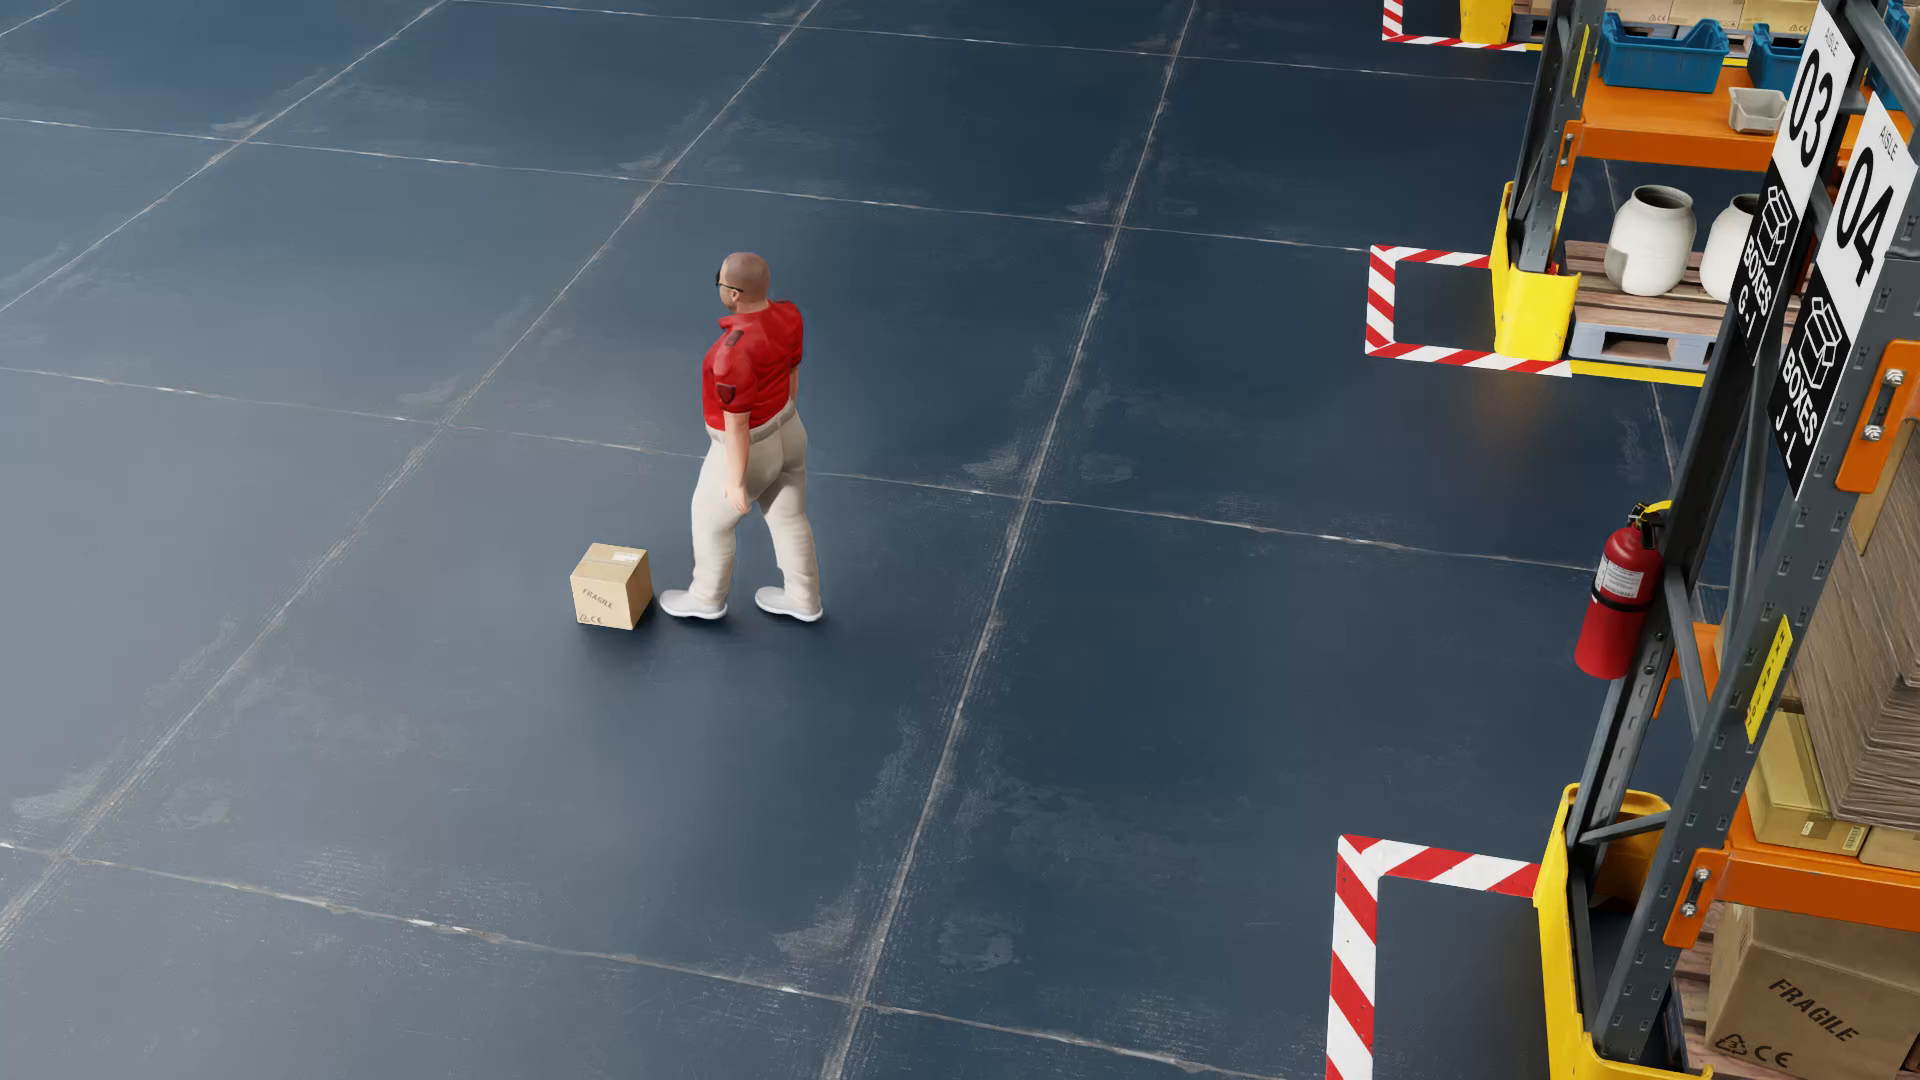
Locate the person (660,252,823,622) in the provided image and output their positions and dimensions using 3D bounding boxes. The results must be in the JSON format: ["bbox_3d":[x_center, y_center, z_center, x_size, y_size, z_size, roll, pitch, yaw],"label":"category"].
[{"bbox_3d":[-0.923,-0.411,6.708,0.679,1.720,0.548,20,41,24],"label":"person"}]
